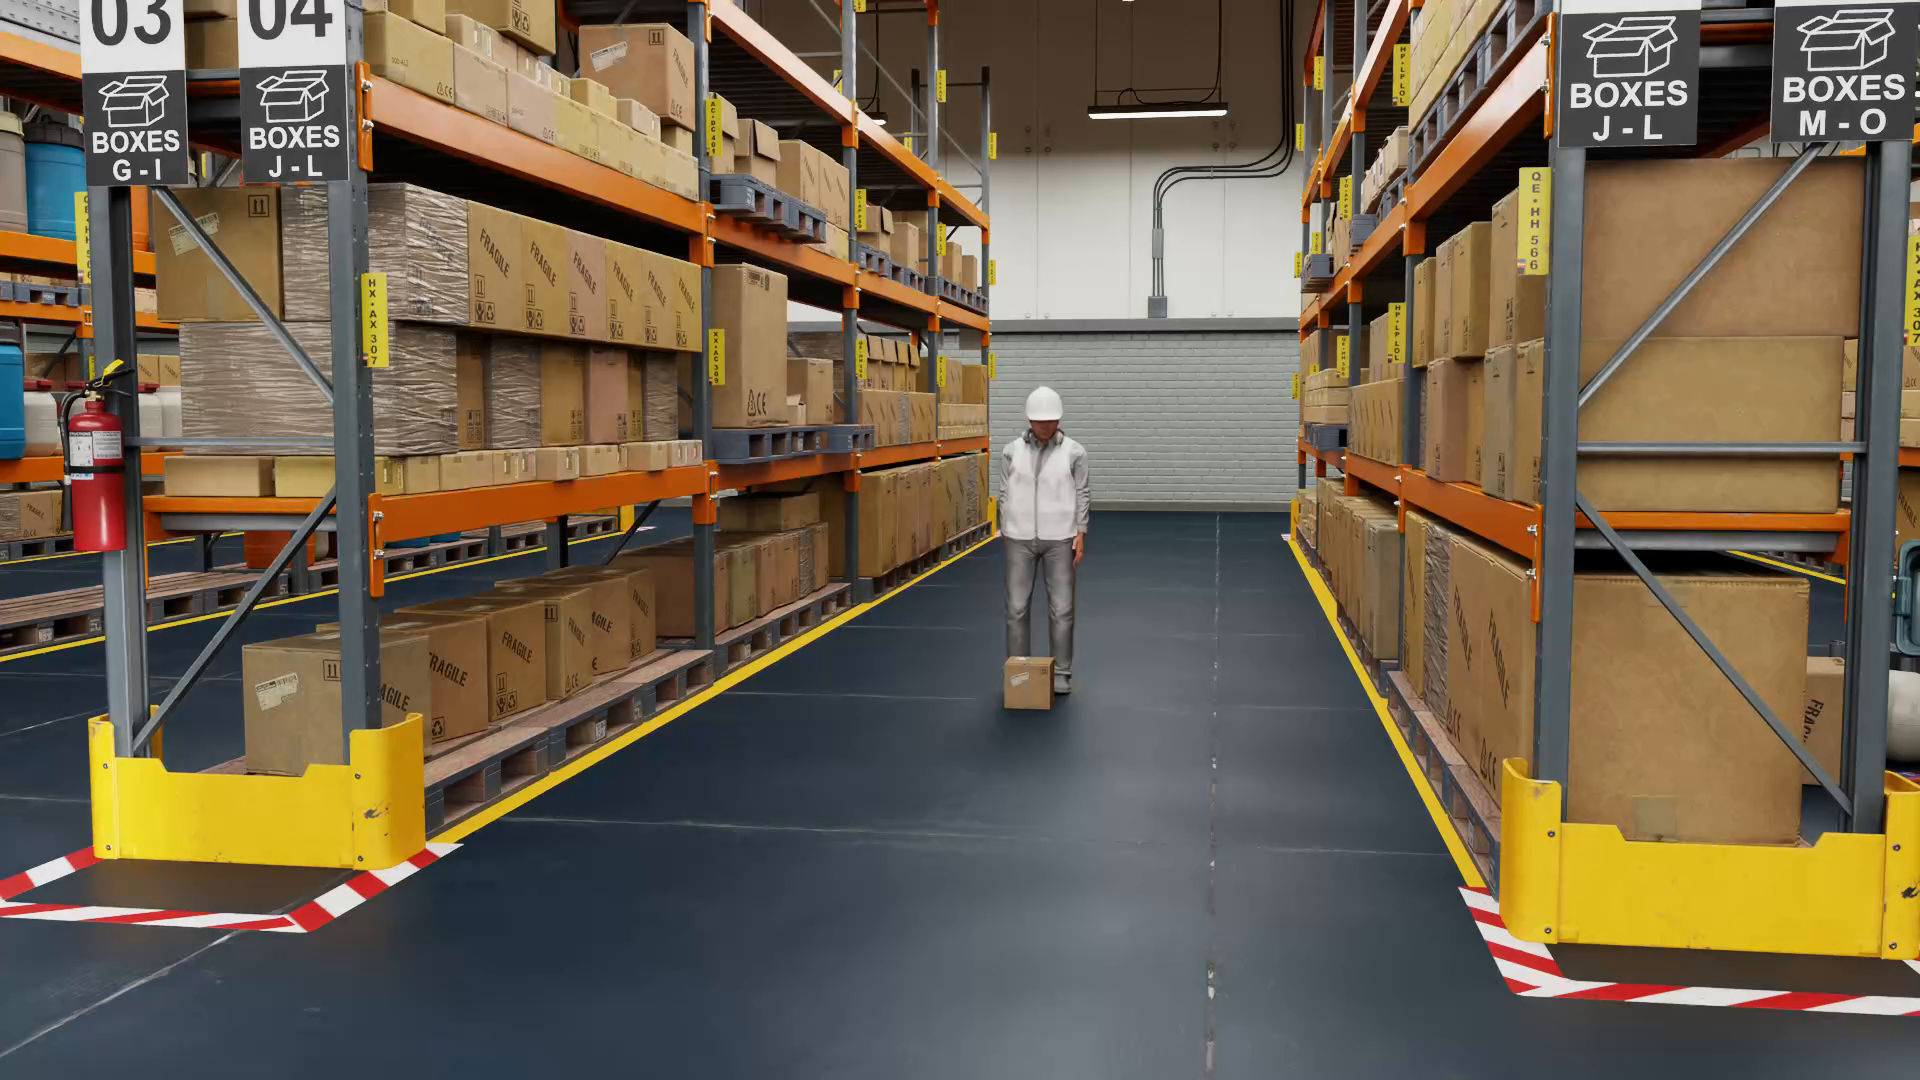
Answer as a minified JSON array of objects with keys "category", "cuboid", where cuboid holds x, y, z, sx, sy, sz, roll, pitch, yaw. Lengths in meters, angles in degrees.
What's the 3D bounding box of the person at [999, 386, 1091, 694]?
[{"category":"person","cuboid":[0.485,0.000,9.576,0.536,1.762,0.369,1,4,10]}]
